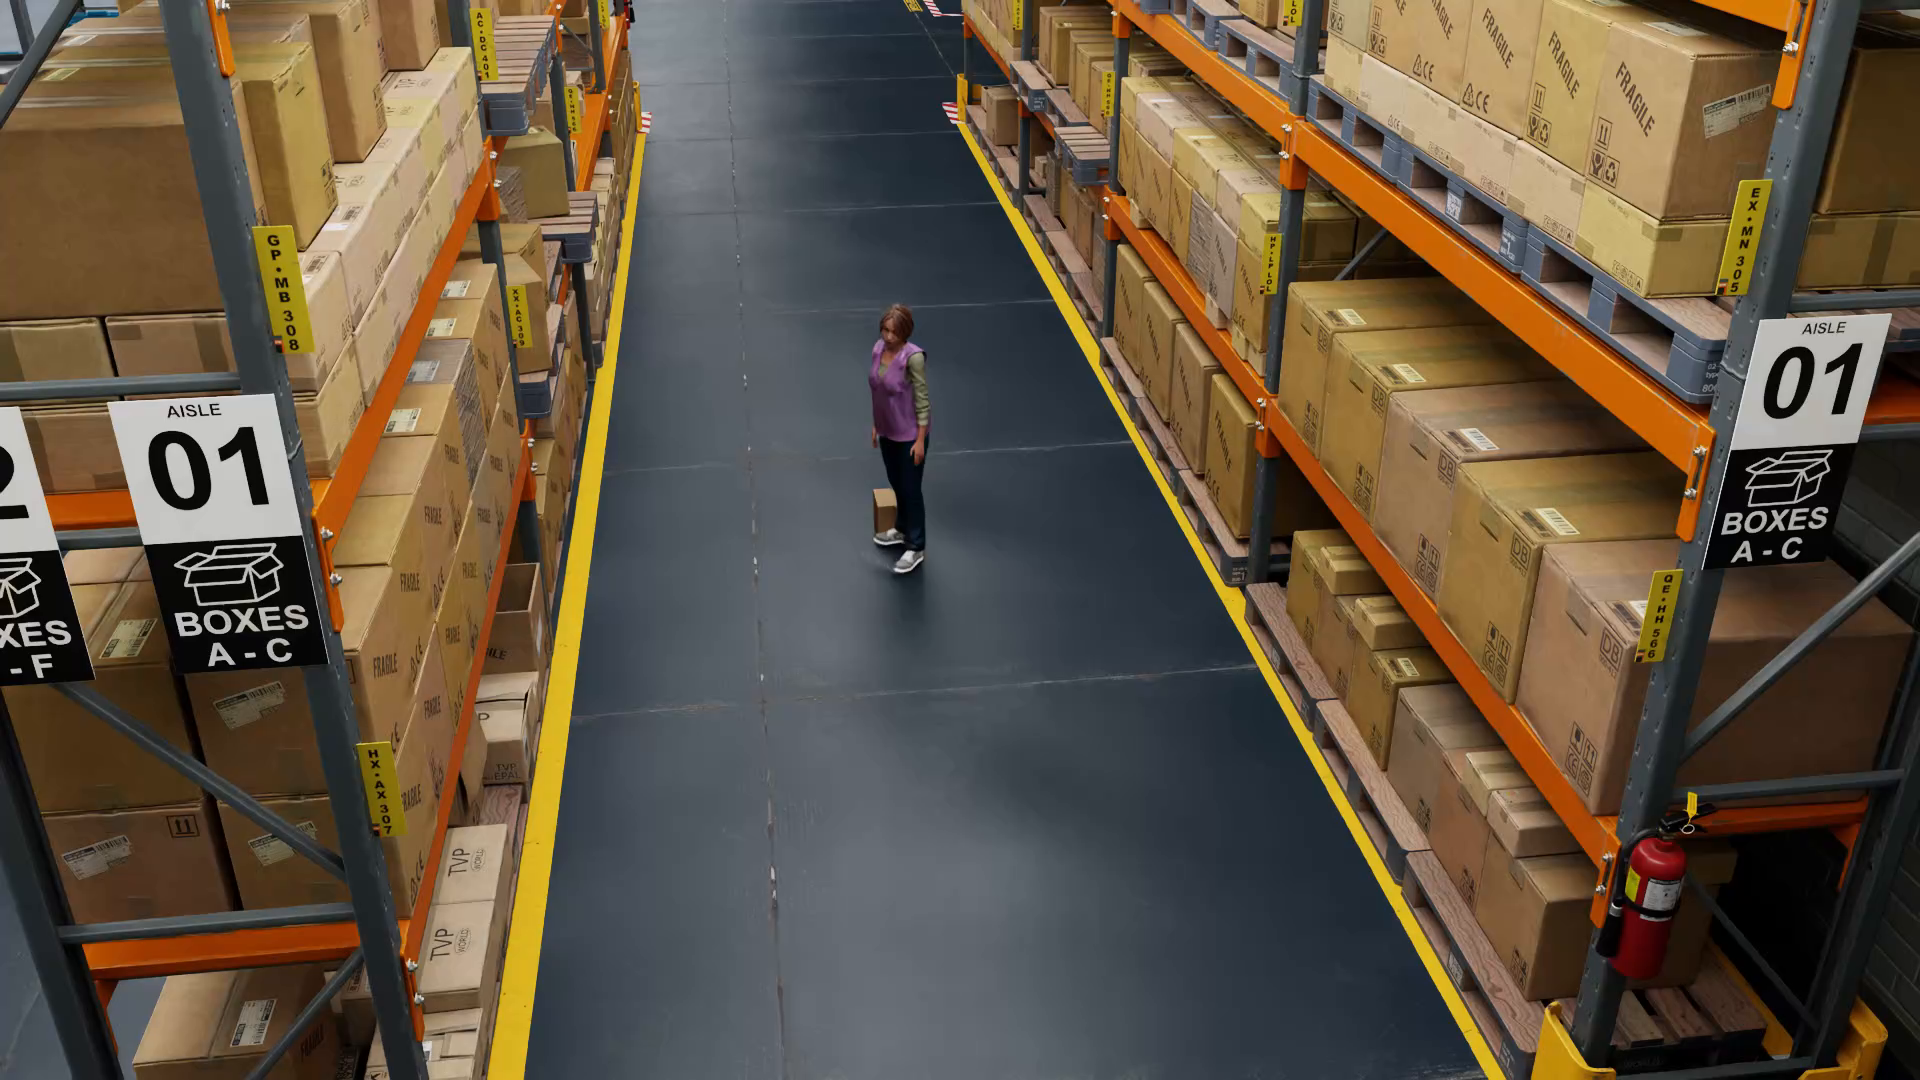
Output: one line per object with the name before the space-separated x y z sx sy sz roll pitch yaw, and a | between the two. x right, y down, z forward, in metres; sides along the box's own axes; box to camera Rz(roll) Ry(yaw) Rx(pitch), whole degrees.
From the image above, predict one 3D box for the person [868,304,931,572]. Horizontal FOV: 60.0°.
person | -0.360 -0.615 9.771 0.401 1.584 0.483 -22 35 -36
